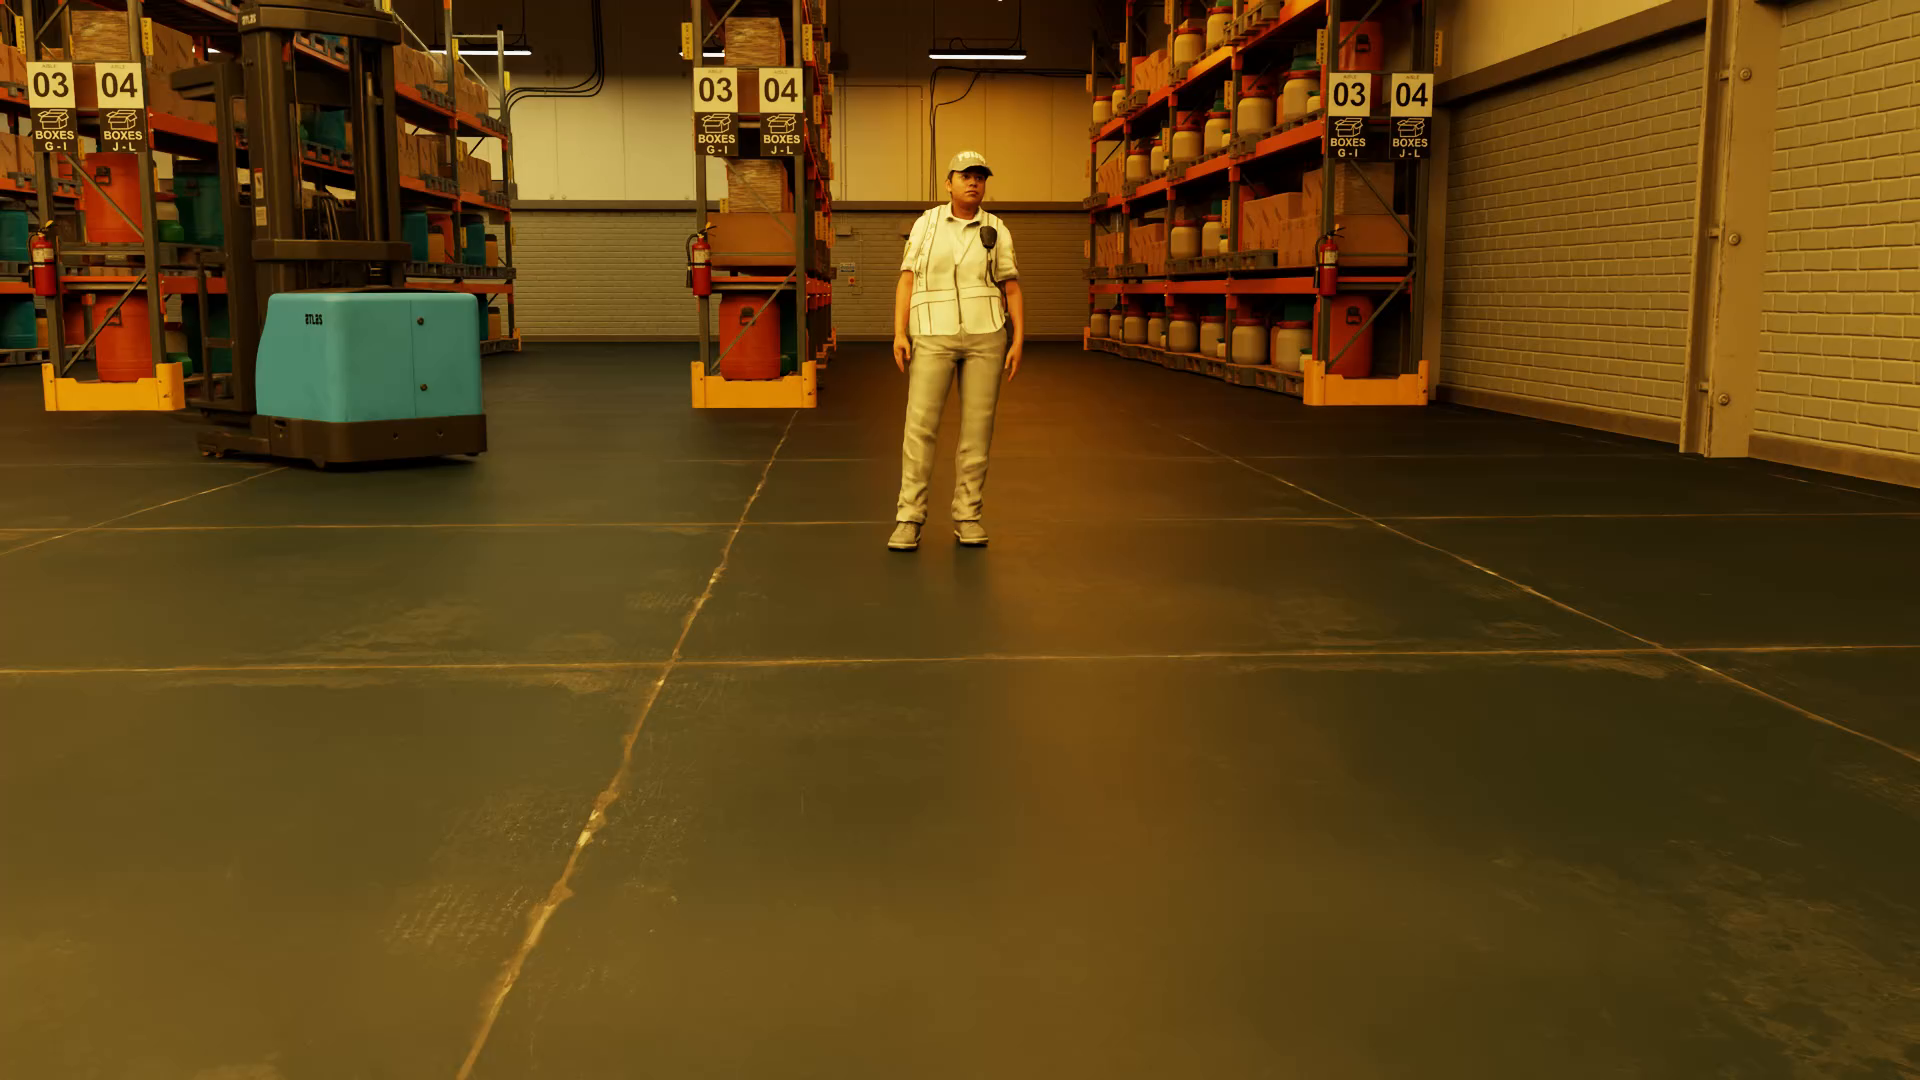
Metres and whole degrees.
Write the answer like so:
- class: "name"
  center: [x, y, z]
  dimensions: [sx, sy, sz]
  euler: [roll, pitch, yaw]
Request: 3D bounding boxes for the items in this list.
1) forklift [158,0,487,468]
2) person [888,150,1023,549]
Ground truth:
- class: "forklift"
  center: [-4.453, -2.039, 11.066]
  dimensions: [3.031, 2.935, 1.130]
  euler: [8, 11, 42]
- class: "person"
  center: [-0.018, -0.820, 7.110]
  dimensions: [0.598, 1.670, 0.529]
  euler: [-1, 8, -4]
